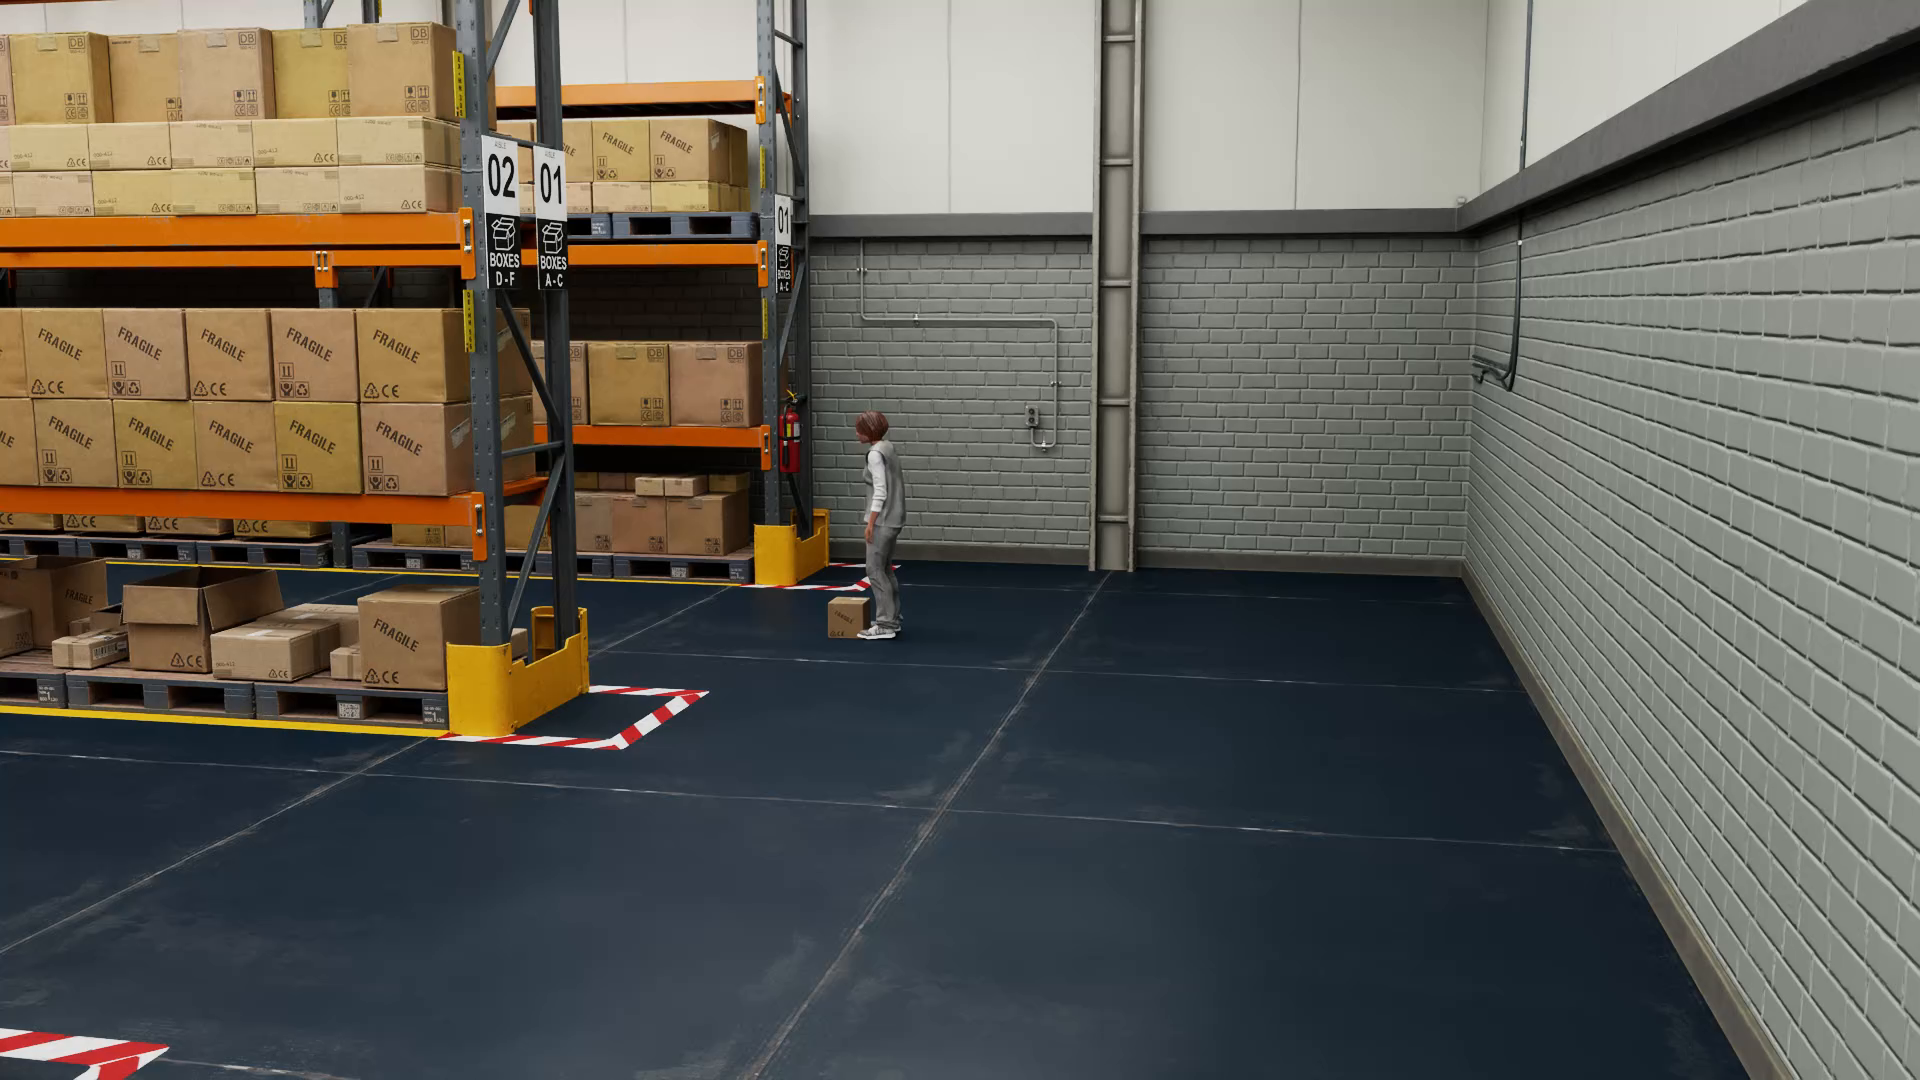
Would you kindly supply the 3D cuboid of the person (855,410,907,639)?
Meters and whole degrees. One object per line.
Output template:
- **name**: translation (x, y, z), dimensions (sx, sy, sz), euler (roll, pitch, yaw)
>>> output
- **person**: translation (-0.549, -0.110, 11.622), dimensions (0.341, 1.594, 0.482), euler (1, 8, 9)
